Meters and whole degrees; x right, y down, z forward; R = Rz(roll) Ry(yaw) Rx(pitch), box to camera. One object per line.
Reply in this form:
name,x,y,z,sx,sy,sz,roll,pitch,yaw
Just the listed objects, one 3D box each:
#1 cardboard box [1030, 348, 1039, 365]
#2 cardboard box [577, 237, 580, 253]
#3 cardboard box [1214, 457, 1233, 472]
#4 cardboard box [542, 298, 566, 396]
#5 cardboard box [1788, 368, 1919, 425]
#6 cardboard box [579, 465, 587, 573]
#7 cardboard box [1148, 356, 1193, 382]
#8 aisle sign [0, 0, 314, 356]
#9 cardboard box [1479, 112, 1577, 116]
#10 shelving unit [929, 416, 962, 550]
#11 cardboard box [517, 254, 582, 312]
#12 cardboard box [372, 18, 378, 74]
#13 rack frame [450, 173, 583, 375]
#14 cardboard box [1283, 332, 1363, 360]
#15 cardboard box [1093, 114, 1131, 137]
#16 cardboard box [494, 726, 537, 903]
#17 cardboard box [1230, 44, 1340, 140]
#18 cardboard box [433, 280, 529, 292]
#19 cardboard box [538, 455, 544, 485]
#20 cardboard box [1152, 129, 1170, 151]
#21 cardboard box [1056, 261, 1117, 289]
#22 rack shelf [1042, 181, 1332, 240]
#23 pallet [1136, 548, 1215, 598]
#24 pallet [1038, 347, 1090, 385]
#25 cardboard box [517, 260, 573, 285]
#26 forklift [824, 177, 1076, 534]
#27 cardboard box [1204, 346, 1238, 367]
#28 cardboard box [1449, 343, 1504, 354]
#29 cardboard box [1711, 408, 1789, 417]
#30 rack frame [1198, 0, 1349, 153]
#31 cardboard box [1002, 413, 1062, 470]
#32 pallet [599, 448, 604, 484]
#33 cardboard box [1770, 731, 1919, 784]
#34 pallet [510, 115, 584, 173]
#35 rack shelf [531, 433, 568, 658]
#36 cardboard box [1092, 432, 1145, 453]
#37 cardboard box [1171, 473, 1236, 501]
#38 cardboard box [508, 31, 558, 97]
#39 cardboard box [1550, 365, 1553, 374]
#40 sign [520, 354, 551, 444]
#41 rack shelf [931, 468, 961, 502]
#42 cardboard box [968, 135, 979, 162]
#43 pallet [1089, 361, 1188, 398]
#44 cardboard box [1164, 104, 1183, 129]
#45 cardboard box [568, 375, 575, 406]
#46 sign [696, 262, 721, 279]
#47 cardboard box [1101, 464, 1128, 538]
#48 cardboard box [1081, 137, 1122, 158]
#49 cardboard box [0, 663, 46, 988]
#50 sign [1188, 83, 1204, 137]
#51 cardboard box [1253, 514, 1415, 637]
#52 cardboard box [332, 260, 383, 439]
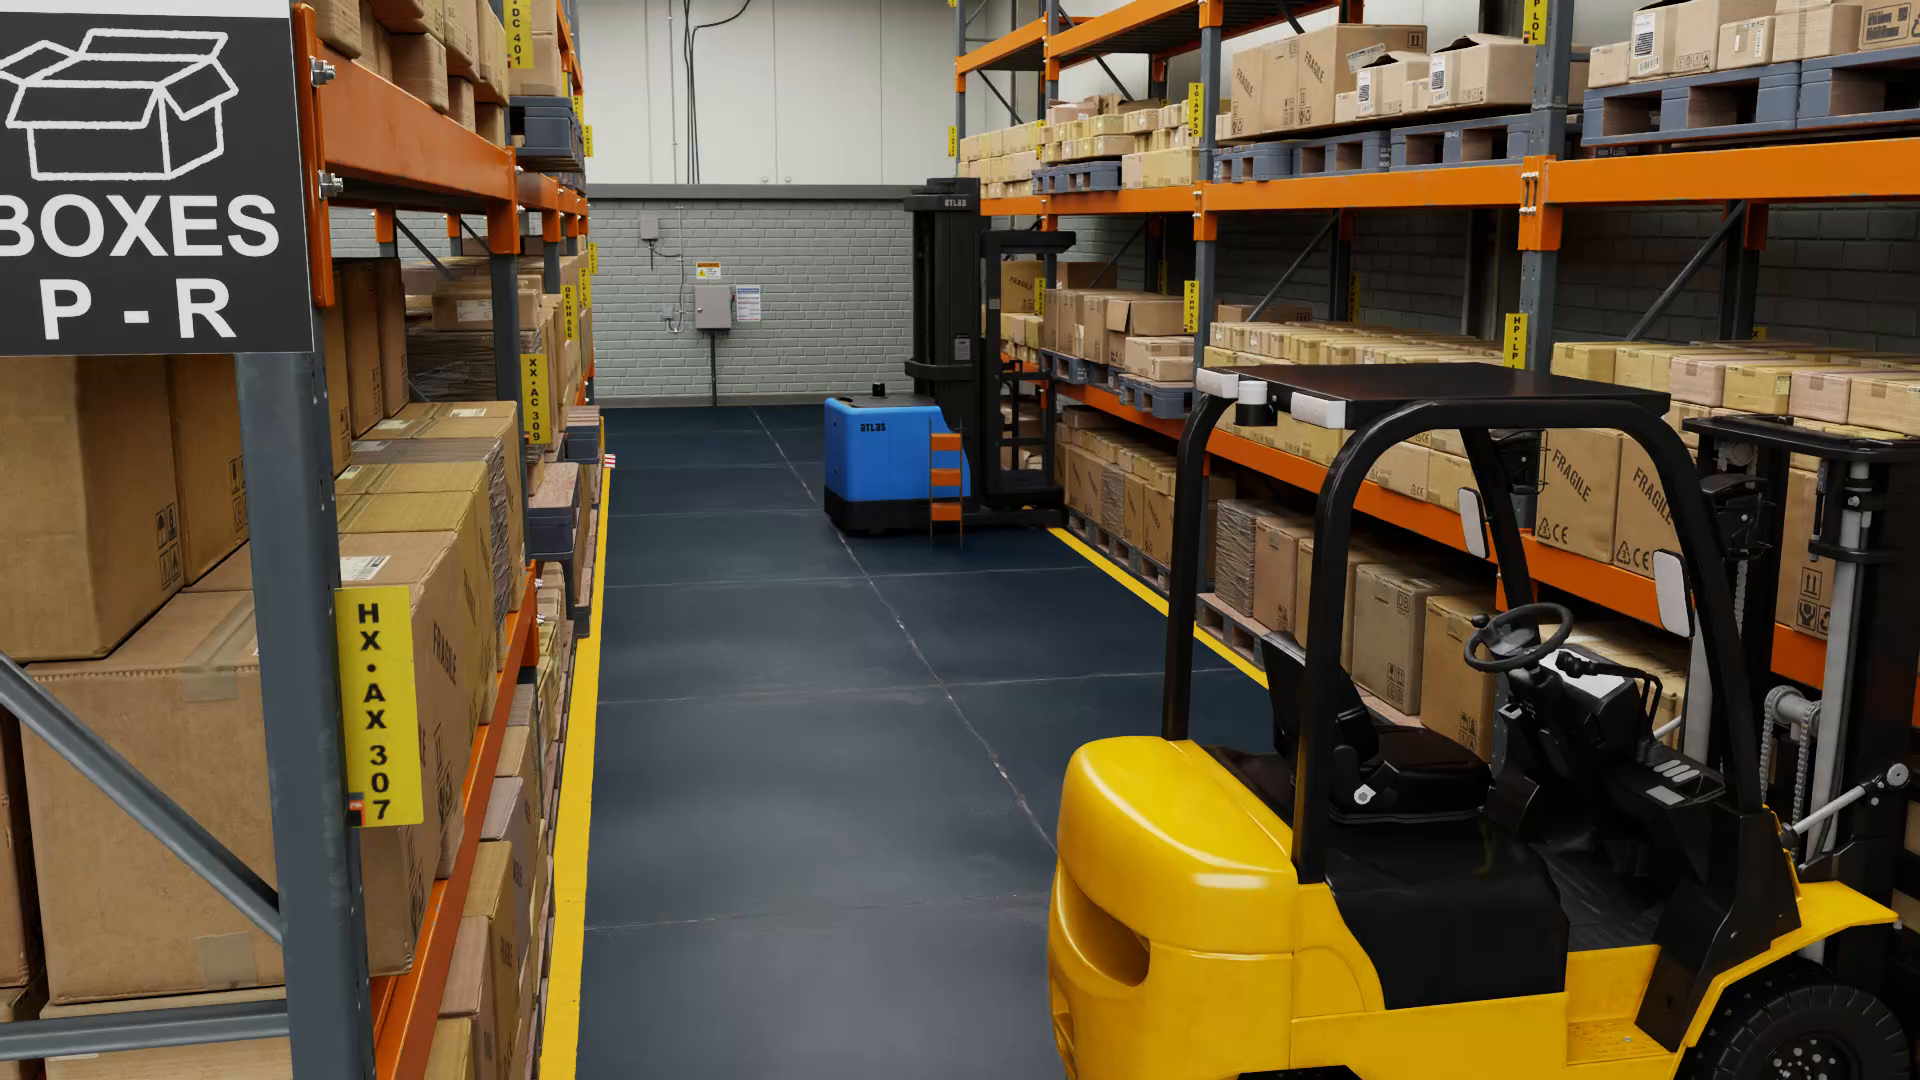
cardboard box,0.851,-1.688,15.215,0.380,0.149,0.250,-2,11,-9
cardboard box,-3.610,-2.650,14.919,0.380,0.149,0.250,-2,11,-13
cardboard box,2.101,-0.531,12.293,0.380,0.149,0.250,-3,11,-14
cardboard box,-2.385,-1.034,8.922,0.500,0.500,0.500,-2,11,-12
cardboard box,2.888,-0.459,5.289,0.380,0.149,0.250,-2,11,-11
cardboard box,-3.080,-0.256,11.581,0.875,0.875,0.875,-2,11,-10
cardboard box,1.507,-1.171,11.376,0.380,0.149,0.250,-2,11,-10
aisle sign,-0.985,-0.610,1.927,0.394,0.787,0.004,-2,11,-11
cardboard box,2.650,-2.058,7.746,0.380,0.149,0.250,-2,11,-11
shelving unit,-0.114,-0.456,13.286,0.252,1.050,0.215,-1,11,-3
cardboard box,-3.490,-2.171,14.136,0.500,0.500,0.500,-2,11,-11
cardboard box,-1.276,-0.895,3.027,0.380,0.149,0.250,-2,11,-11
rack frame,-3.635,-1.534,13.734,1.000,3.000,0.127,-2,11,-11
cardboard box,2.054,-1.093,9.413,0.380,0.149,0.250,-2,11,-10
cardboard box,1.218,-3.116,12.508,0.380,0.149,0.250,-2,11,-11
cardboard box,-1.600,0.901,5.164,0.500,0.500,0.500,-2,11,-10
cardboard box,1.913,-2.618,9.749,0.500,0.500,0.500,-2,11,-11
cardboard box,-2.136,-1.082,7.436,0.380,0.149,0.250,-1,11,-8
cardboard box,-1.917,-0.309,6.845,0.380,0.149,0.250,-2,11,-10
cardboard box,1.557,-2.775,11.566,0.380,0.149,0.250,-2,11,-11
cardboard box,1.204,-2.439,16.088,0.500,0.500,0.500,-2,11,-13
rack shelf,1.622,-2.469,12.546,1.077,0.370,4.000,-2,11,-11
pallet,1.903,0.250,11.819,1.003,0.211,1.213,-2,11,-11
pallet,1.281,-1.470,13.913,1.003,0.211,1.213,-2,11,-11
cardboard box,-3.000,-1.719,11.763,0.500,0.500,0.500,-2,11,-10
forklift,0.383,-1.619,14.363,3.031,2.935,1.130,-3,11,-16
cardboard box,1.833,-1.062,10.320,0.500,0.250,0.500,-2,11,-11
cardboard box,2.735,-0.924,8.526,0.380,0.149,0.250,-2,11,-11
cardboard box,2.747,-0.357,5.550,0.380,0.149,0.250,-2,11,-12
rack frame,2.011,-3.929,10.271,1.000,3.000,0.127,-2,11,-11
cardboard box,0.811,-0.963,16.296,0.700,0.500,0.500,-3,11,-13
pallet,-4.181,-0.754,17.094,1.003,0.211,1.213,-2,11,-11
cardboard box,2.867,0.787,5.096,0.500,0.250,0.500,-2,11,-12
pallet,-2.300,-1.755,7.376,1.213,0.211,1.003,-2,11,-11
rack shelf,-2.468,-0.080,8.020,1.077,0.370,4.000,-2,11,-11
cardboard box,1.299,-0.792,13.665,0.380,0.149,0.250,-2,11,-12
cardboard box,1.666,-0.360,11.393,0.380,0.149,0.250,-3,11,-14
cardboard box,-1.800,-1.795,6.359,0.500,0.250,0.500,-2,11,-13
cardboard box,2.505,-0.670,7.194,0.380,0.149,0.250,-2,11,-9
sign,-1.549,-0.513,6.055,0.100,0.325,0.005,-2,11,-11
rack shelf,-0.114,-0.446,13.288,0.240,0.259,0.215,-1,11,-3
cardboard box,0.375,-4.056,17.230,0.500,0.250,0.500,-2,11,-11
pallet,1.628,-1.244,12.723,1.003,0.211,1.213,-2,11,-11
cardboard box,1.605,-2.875,11.295,0.380,0.149,0.250,-2,11,-13
cardboard box,-2.919,-1.016,11.411,0.500,0.250,0.500,-2,11,-9
sign,-3.539,-3.792,23.390,0.339,0.242,0.001,-2,11,-11
cardboard box,1.407,-0.312,12.878,0.500,0.500,0.500,-3,11,-13
cardboard box,1.142,-3.017,12.786,0.380,0.149,0.250,-2,11,-10
cardboard box,-1.677,0.382,2.604,0.500,0.500,0.500,-2,11,-12
sign,1.478,-2.690,10.401,0.100,0.325,0.005,-2,11,-11
cardboard box,2.254,0.213,9.783,0.875,0.625,0.625,-2,11,-9
cardboard box,-2.129,-0.570,4.933,0.700,0.500,0.500,-2,11,-11
